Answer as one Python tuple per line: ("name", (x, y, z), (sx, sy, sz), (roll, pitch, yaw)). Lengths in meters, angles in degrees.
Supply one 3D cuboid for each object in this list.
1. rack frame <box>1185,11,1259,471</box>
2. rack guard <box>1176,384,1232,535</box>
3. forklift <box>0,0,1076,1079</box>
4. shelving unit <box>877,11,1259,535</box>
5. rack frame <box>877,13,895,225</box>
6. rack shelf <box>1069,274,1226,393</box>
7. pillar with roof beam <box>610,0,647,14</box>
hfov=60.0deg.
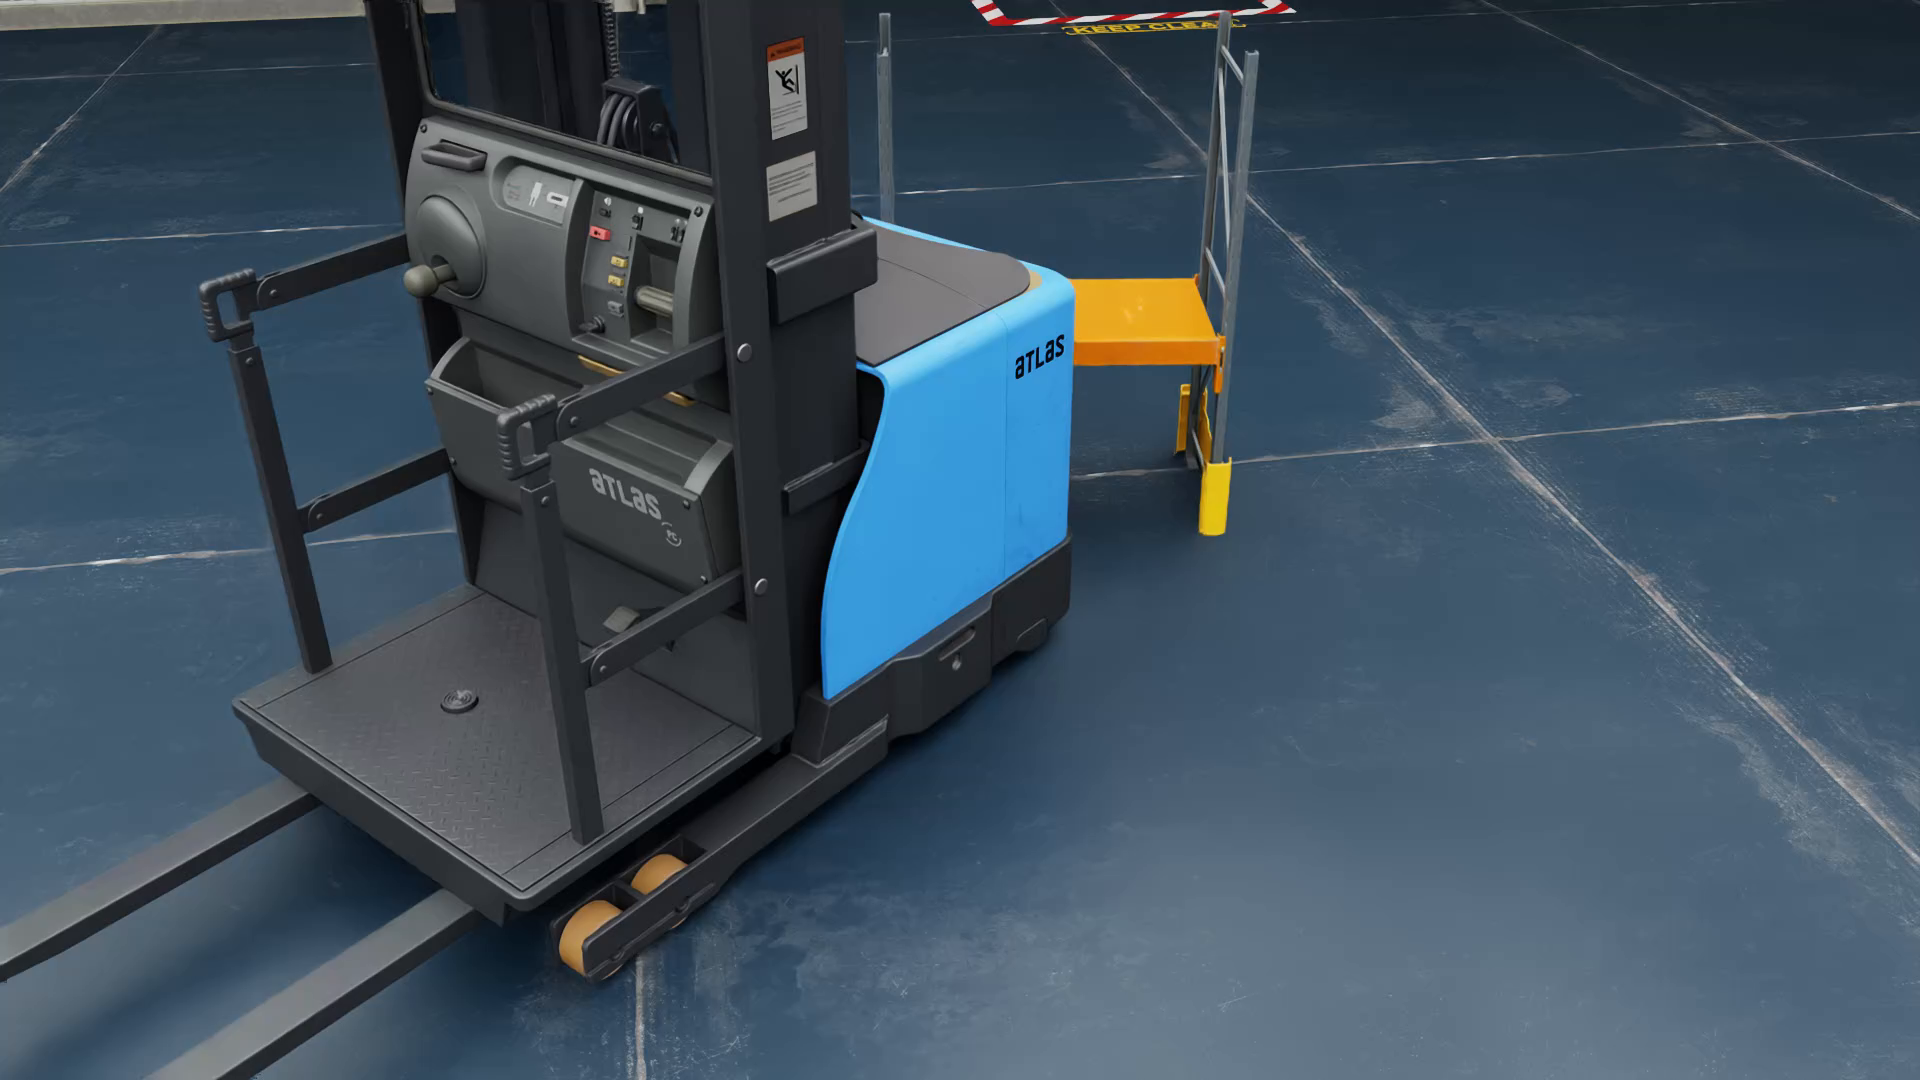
("rack frame", (0.798, -0.812, 5.152), (0.032, 1.500, 0.500), (-1, 30, -1))
("rack guard", (0.797, -0.274, 5.469), (0.087, 0.250, 0.587), (-1, 30, -1))
("forklift", (-0.998, -0.594, 3.368), (1.130, 2.935, 3.031), (22, 37, 33))
("shelving unit", (0.299, -0.806, 5.141), (1.083, 1.500, 0.587), (-1, 30, -1))
("rack frame", (-0.218, -0.800, 5.130), (0.032, 1.500, 0.500), (-1, 30, -1))
("rack shelf", (0.290, -0.651, 5.232), (1.000, 0.185, 0.538), (-1, 30, -1))
("pillar with roof beam", (-1.591, -5.394, 5.545), (0.400, 9.000, 9.100), (-5, 31, -9))
